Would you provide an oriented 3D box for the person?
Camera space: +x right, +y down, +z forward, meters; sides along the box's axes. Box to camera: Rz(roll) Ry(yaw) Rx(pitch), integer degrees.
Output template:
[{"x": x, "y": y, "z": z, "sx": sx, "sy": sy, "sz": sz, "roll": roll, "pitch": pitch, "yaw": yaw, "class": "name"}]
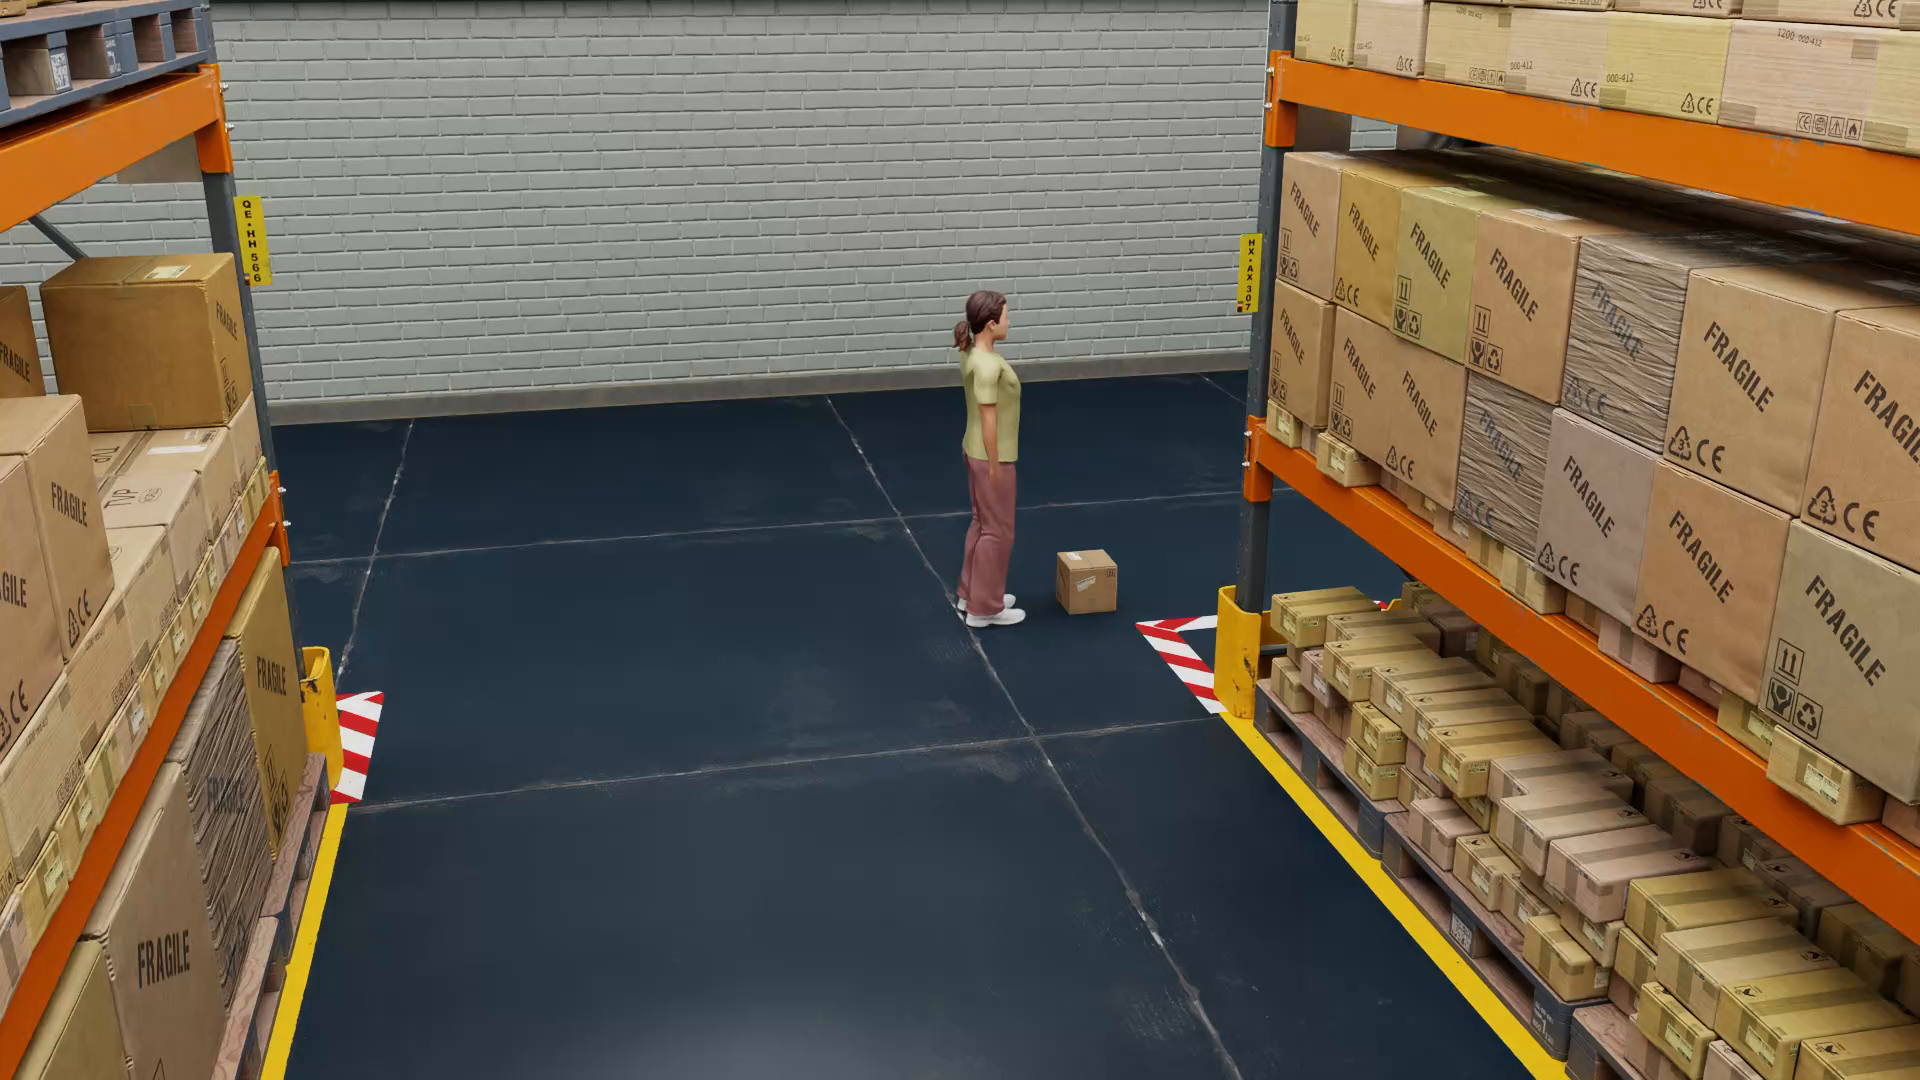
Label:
[{"x": 0.132, "y": -0.404, "z": 8.213, "sx": 0.360, "sy": 1.669, "sz": 0.441, "roll": -4, "pitch": 20, "yaw": -11, "class": "person"}]
